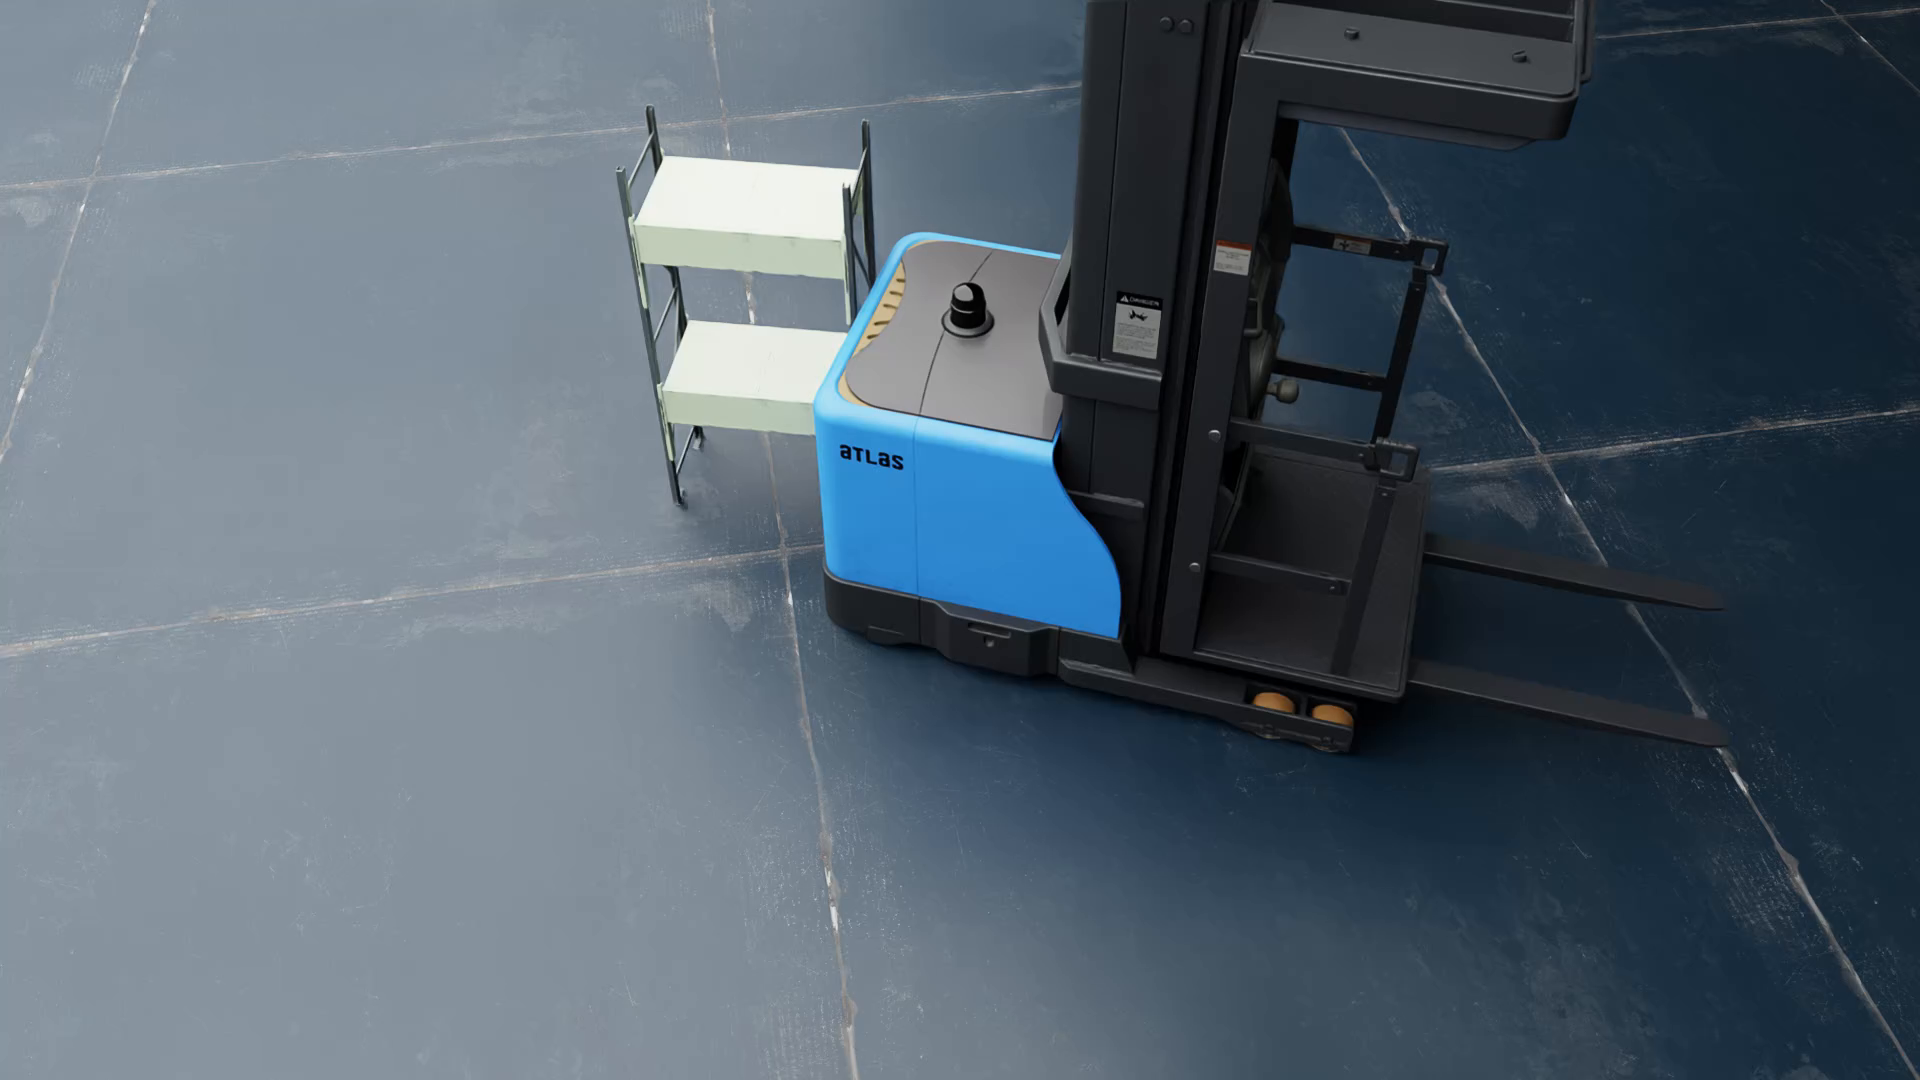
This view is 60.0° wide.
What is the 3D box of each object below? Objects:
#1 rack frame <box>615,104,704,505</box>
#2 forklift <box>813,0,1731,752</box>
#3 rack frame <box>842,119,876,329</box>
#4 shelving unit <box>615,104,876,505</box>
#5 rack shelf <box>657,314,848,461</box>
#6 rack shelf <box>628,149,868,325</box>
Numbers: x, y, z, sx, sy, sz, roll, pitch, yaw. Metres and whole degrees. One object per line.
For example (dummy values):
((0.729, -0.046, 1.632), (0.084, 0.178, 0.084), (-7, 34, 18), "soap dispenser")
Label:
((-1.063, -0.798, 5.977), (0.023, 1.500, 0.400), (5, 46, 5), "rack frame")
((1.099, -0.738, 4.925), (3.031, 2.935, 1.130), (12, 47, 11), "forklift")
((-0.337, -0.730, 5.912), (0.023, 1.500, 0.400), (5, 46, 5), "rack frame")
((-0.700, -0.764, 5.945), (0.755, 1.500, 0.431), (5, 46, 5), "shelving unit")
((-0.700, -0.538, 6.179), (0.720, 0.370, 0.431), (5, 46, 5), "rack shelf")
((-0.700, -1.035, 5.664), (0.720, 0.370, 0.431), (5, 46, 5), "rack shelf")
